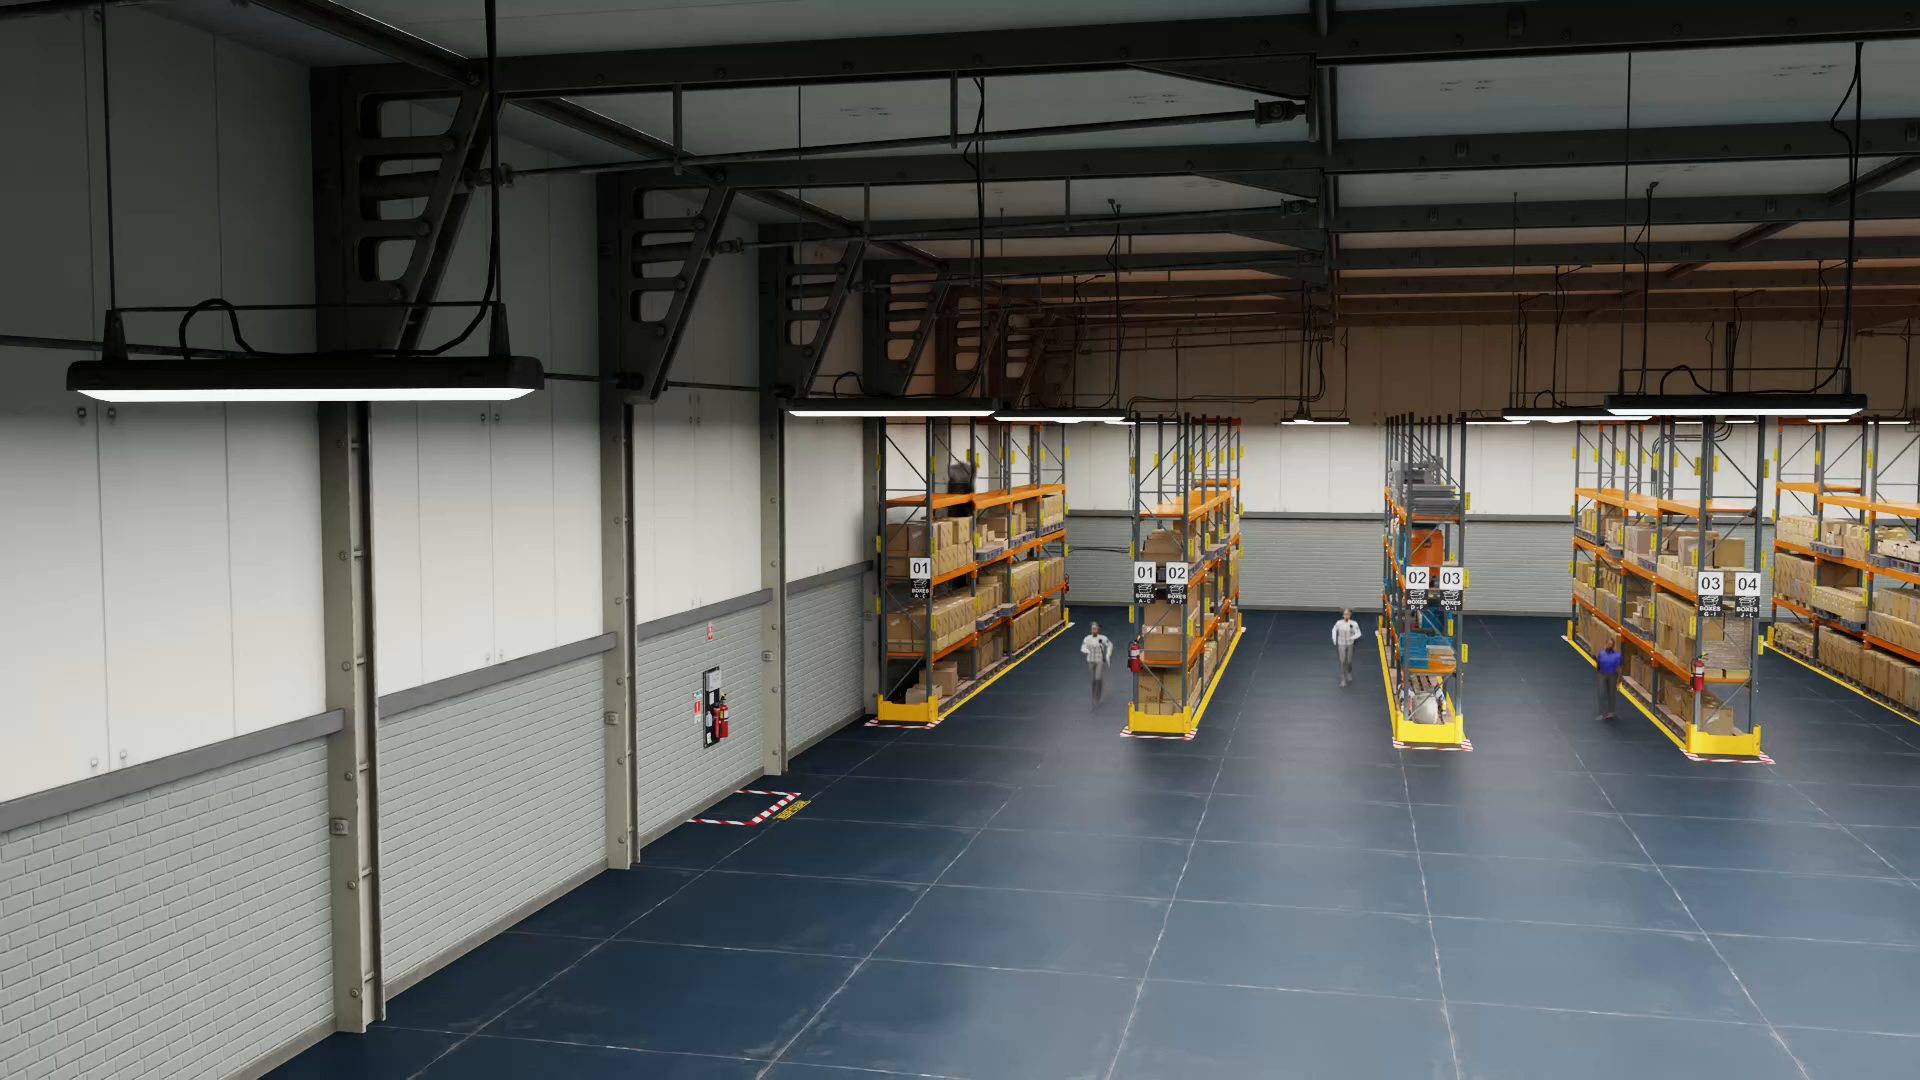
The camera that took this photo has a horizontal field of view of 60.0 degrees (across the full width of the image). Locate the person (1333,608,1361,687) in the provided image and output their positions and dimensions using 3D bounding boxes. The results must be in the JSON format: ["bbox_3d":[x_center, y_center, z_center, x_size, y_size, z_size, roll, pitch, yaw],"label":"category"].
[{"bbox_3d":[8.628,2.368,37.122,0.622,1.720,0.826,1,4,15],"label":"person"}]

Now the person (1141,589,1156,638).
[{"bbox_3d":[5.224,1.769,44.921,0.665,1.730,1.104,2,4,27],"label":"person"}]

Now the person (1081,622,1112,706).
[{"bbox_3d":[2.811,2.557,34.394,0.596,1.735,0.808,1,4,16],"label":"person"}]

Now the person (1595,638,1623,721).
[{"bbox_3d":[12.662,2.697,32.427,0.505,1.608,0.810,2,4,25],"label":"person"}]
